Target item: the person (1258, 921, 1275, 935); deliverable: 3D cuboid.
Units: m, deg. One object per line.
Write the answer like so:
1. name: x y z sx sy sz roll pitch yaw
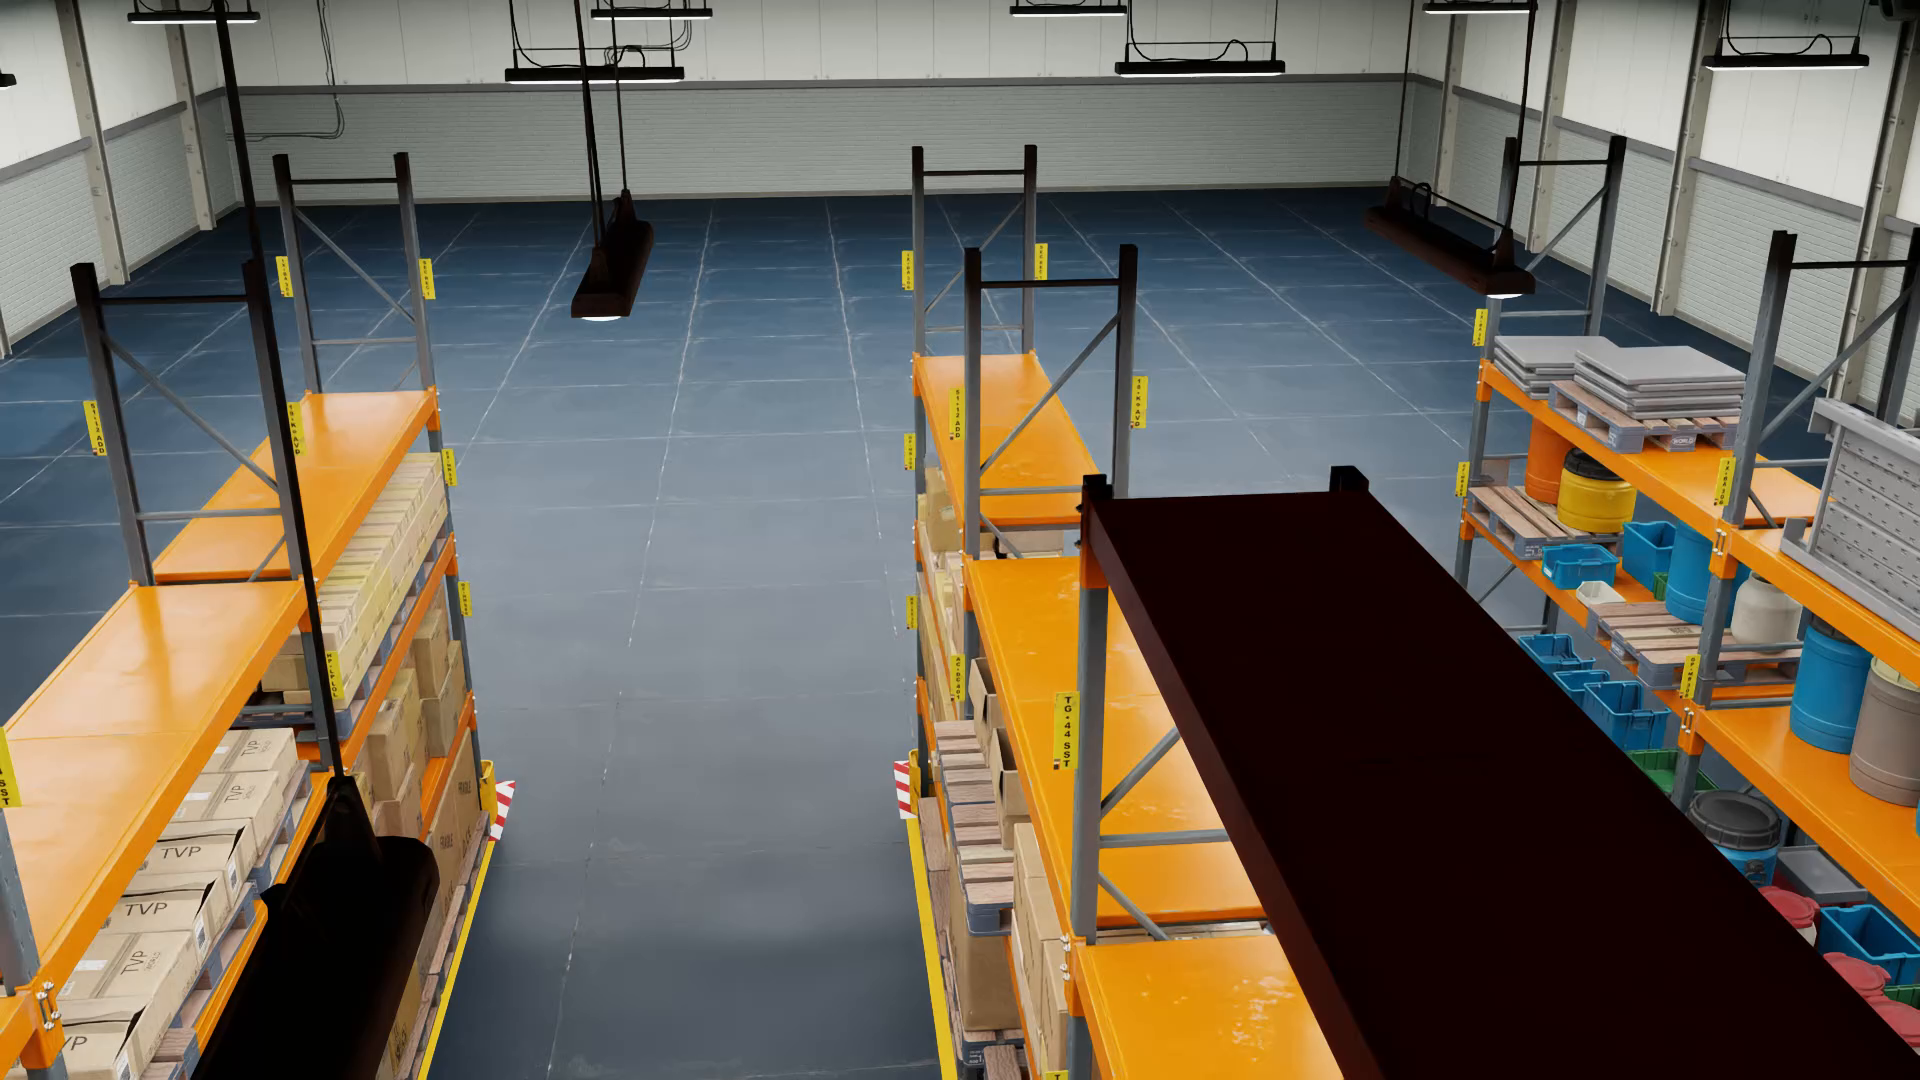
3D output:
1. person: 1.946 3.121 11.352 0.670 1.709 1.129 -1 22 -2
